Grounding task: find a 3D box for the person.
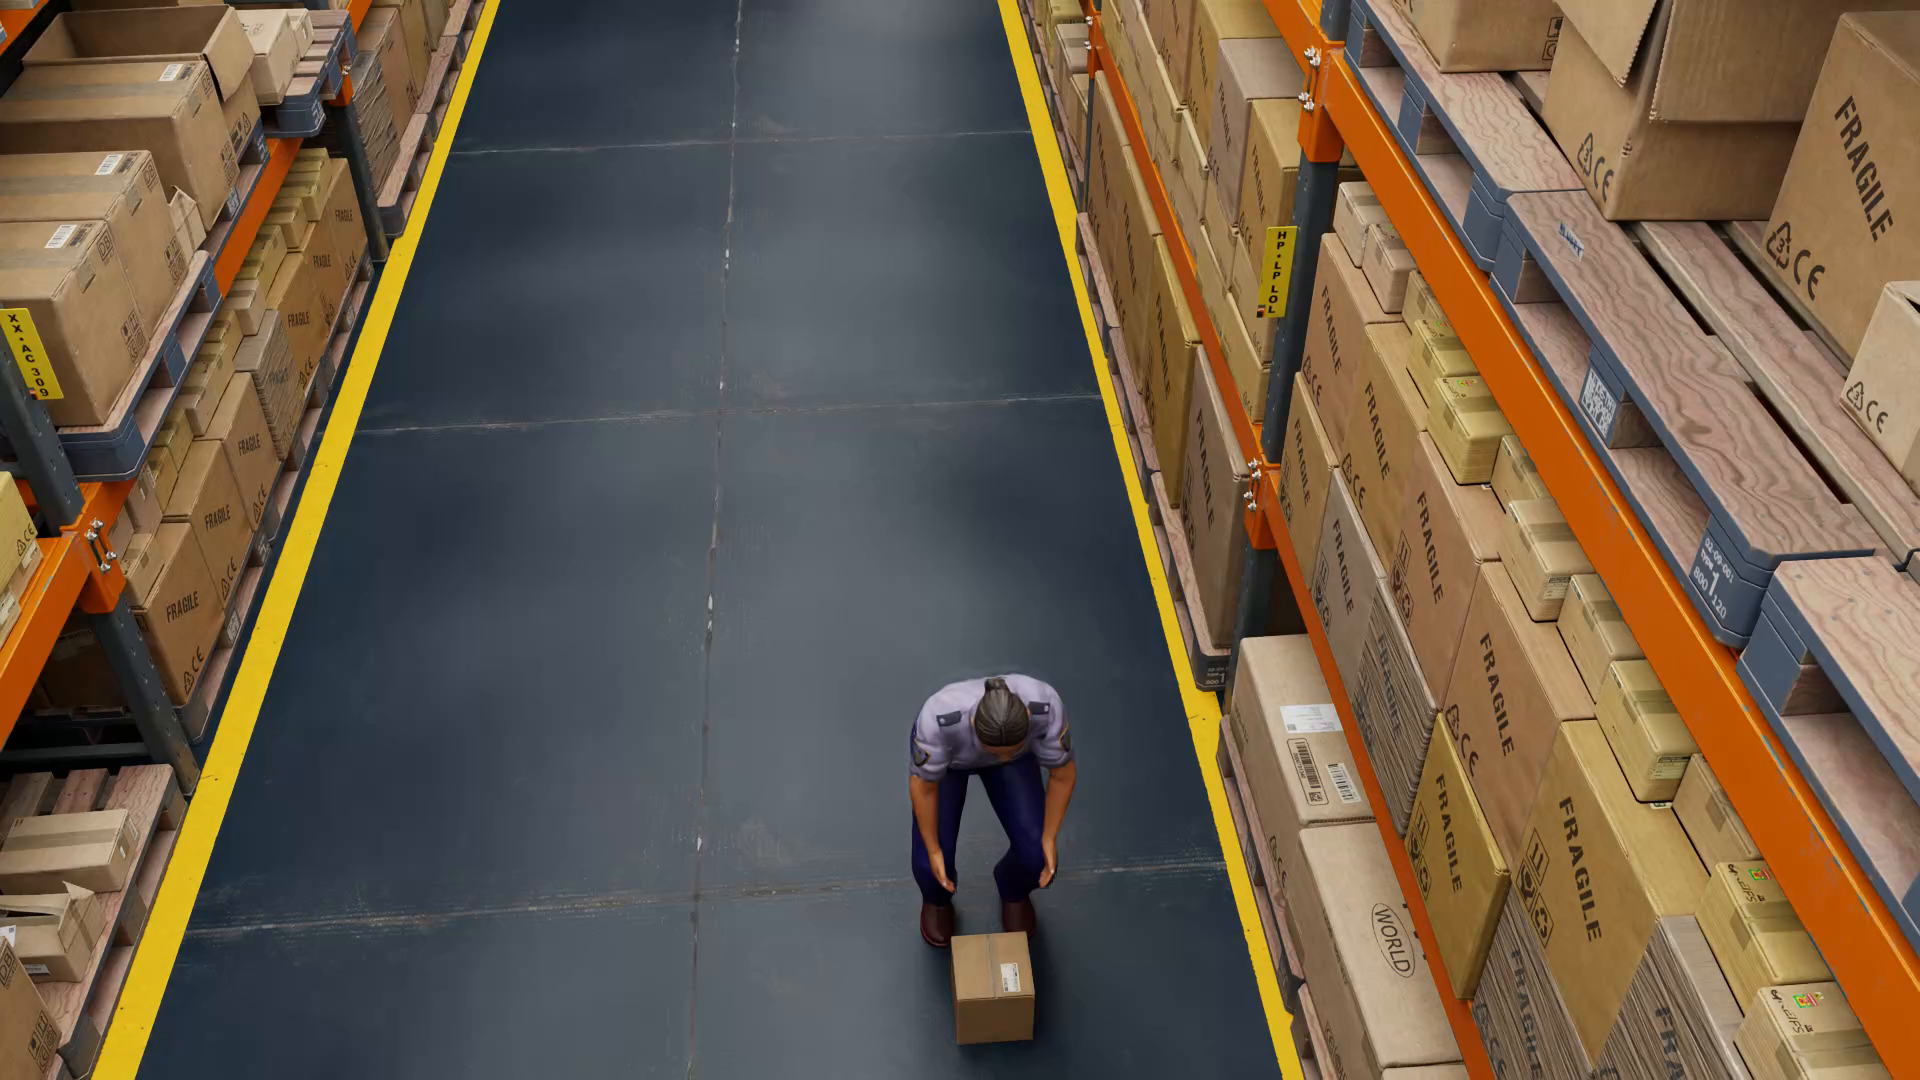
[{"bbox_3d":[0.095,0.811,5.450,0.534,1.312,0.688,-3,39,-4],"label":"person"}]
